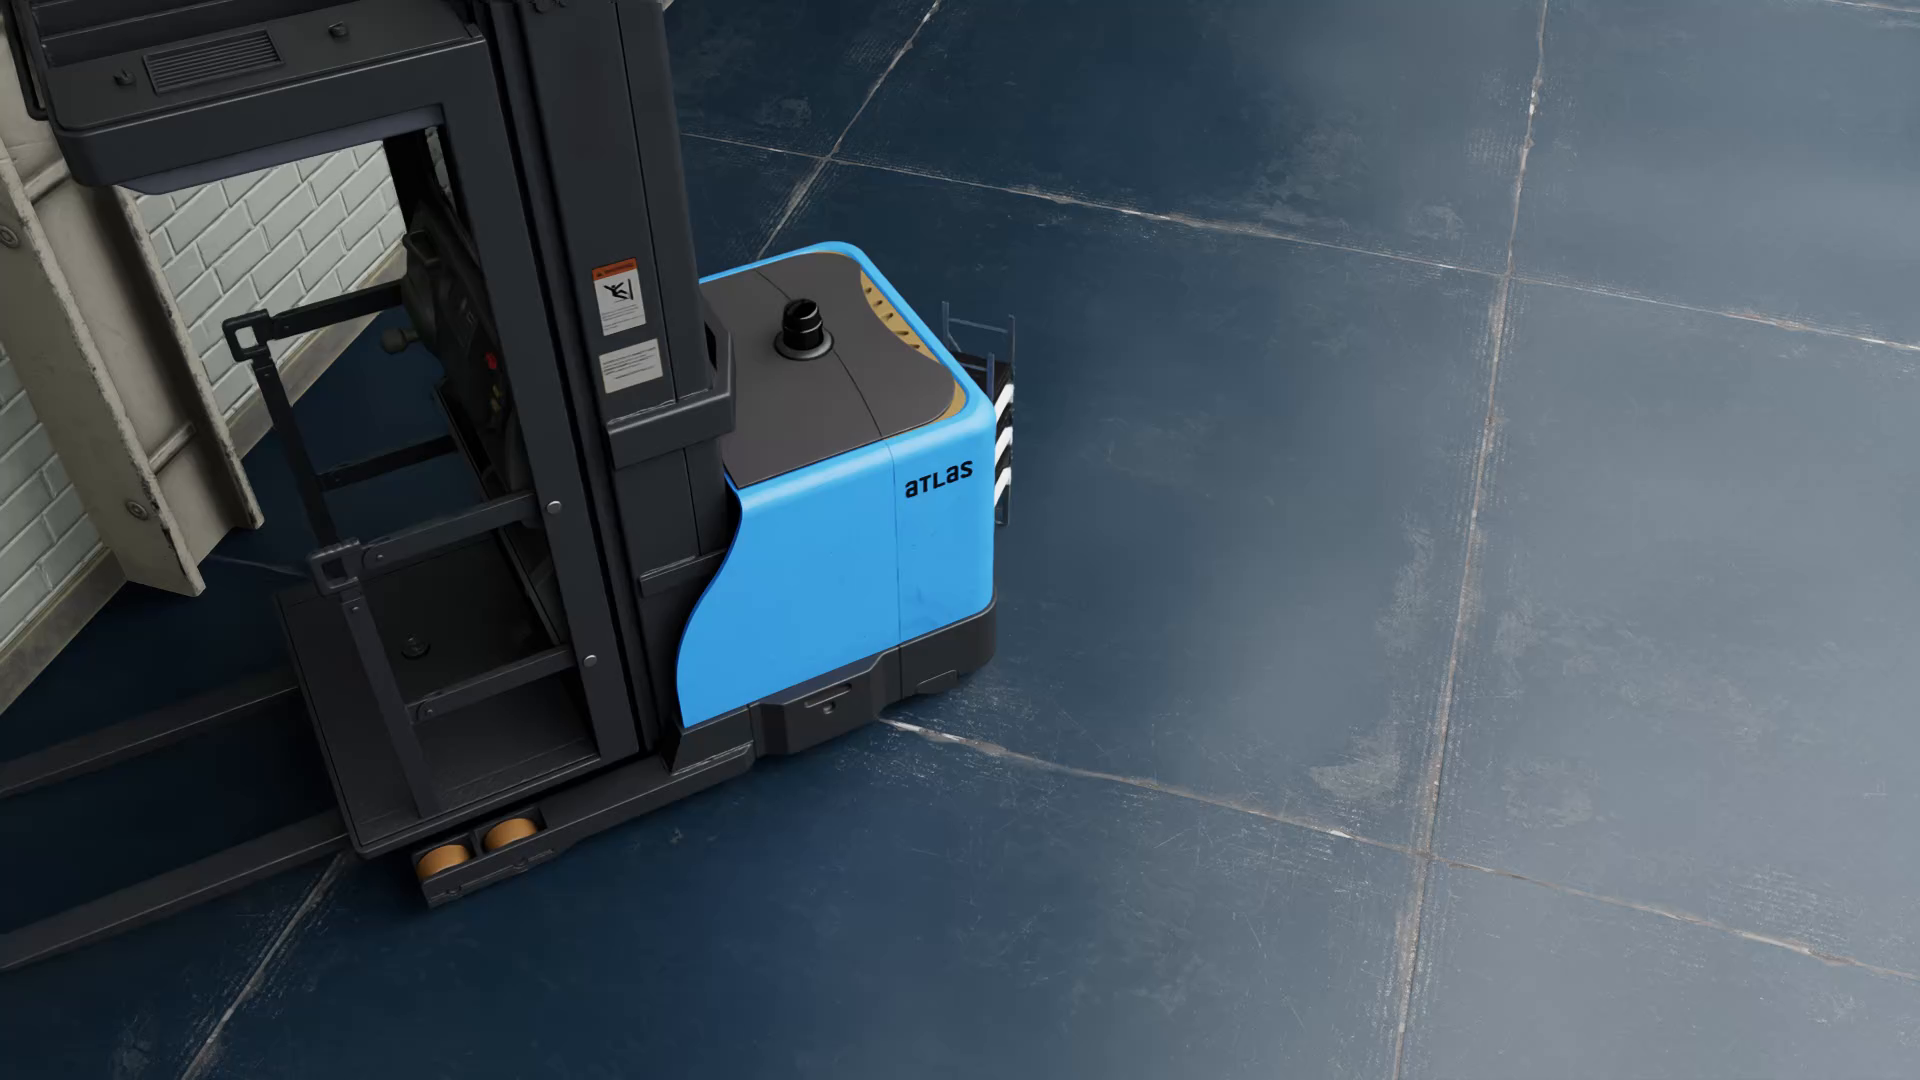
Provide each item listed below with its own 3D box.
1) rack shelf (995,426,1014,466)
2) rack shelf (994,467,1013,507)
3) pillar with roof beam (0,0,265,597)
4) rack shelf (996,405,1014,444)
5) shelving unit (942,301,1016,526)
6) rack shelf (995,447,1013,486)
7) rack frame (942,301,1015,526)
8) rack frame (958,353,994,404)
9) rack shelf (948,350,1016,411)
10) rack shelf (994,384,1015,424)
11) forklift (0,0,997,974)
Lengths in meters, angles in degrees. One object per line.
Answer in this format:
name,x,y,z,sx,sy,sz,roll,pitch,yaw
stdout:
rack shelf,0.023,-0.309,5.470,0.258,0.077,0.200,14,46,14
rack shelf,0.023,-0.181,5.596,0.258,0.077,0.200,14,46,14
pillar with roof beam,1.466,-2.277,1.643,9.100,9.000,0.400,13,46,13
rack shelf,0.023,-0.374,5.407,0.258,0.077,0.200,14,46,14
shelving unit,0.023,-0.333,5.447,0.258,0.900,0.210,14,46,14
rack shelf,0.023,-0.245,5.533,0.258,0.077,0.200,14,46,14
rack frame,0.057,-0.400,5.515,0.240,0.900,0.006,14,46,14
rack frame,-0.011,-0.266,5.378,0.240,0.900,0.006,14,46,14
rack shelf,0.023,-0.502,5.281,0.258,0.077,0.200,14,46,14
rack shelf,0.023,-0.438,5.344,0.258,0.077,0.200,14,46,14
forklift,-1.430,-0.451,4.116,3.031,2.935,1.130,-21,48,-20
